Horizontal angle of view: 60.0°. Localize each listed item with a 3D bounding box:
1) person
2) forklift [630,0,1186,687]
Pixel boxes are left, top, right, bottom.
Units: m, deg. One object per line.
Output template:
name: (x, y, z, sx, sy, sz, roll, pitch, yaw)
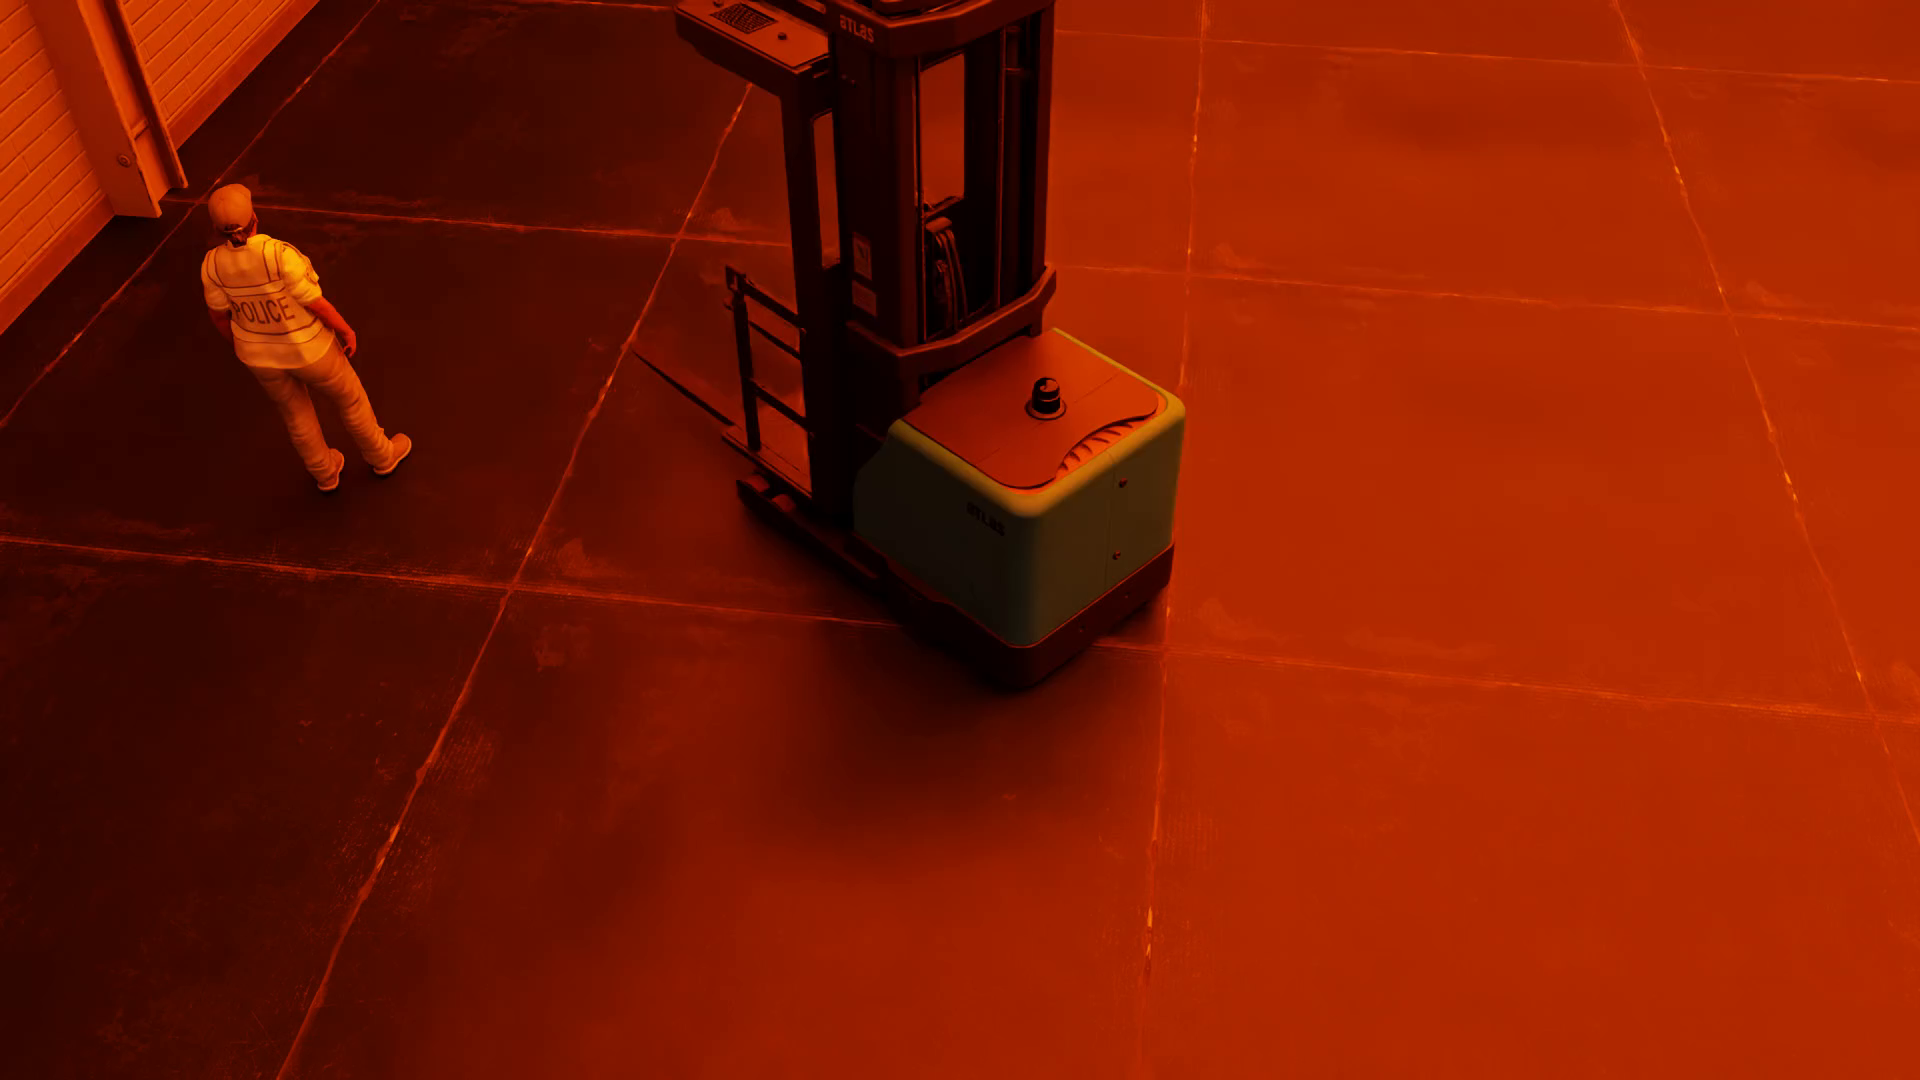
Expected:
person: (-3.053, -0.939, 7.671, 0.596, 1.670, 0.530, -2, 43, -2)
forklift: (-0.426, -1.350, 7.194, 1.130, 2.935, 3.031, -33, 52, -31)
